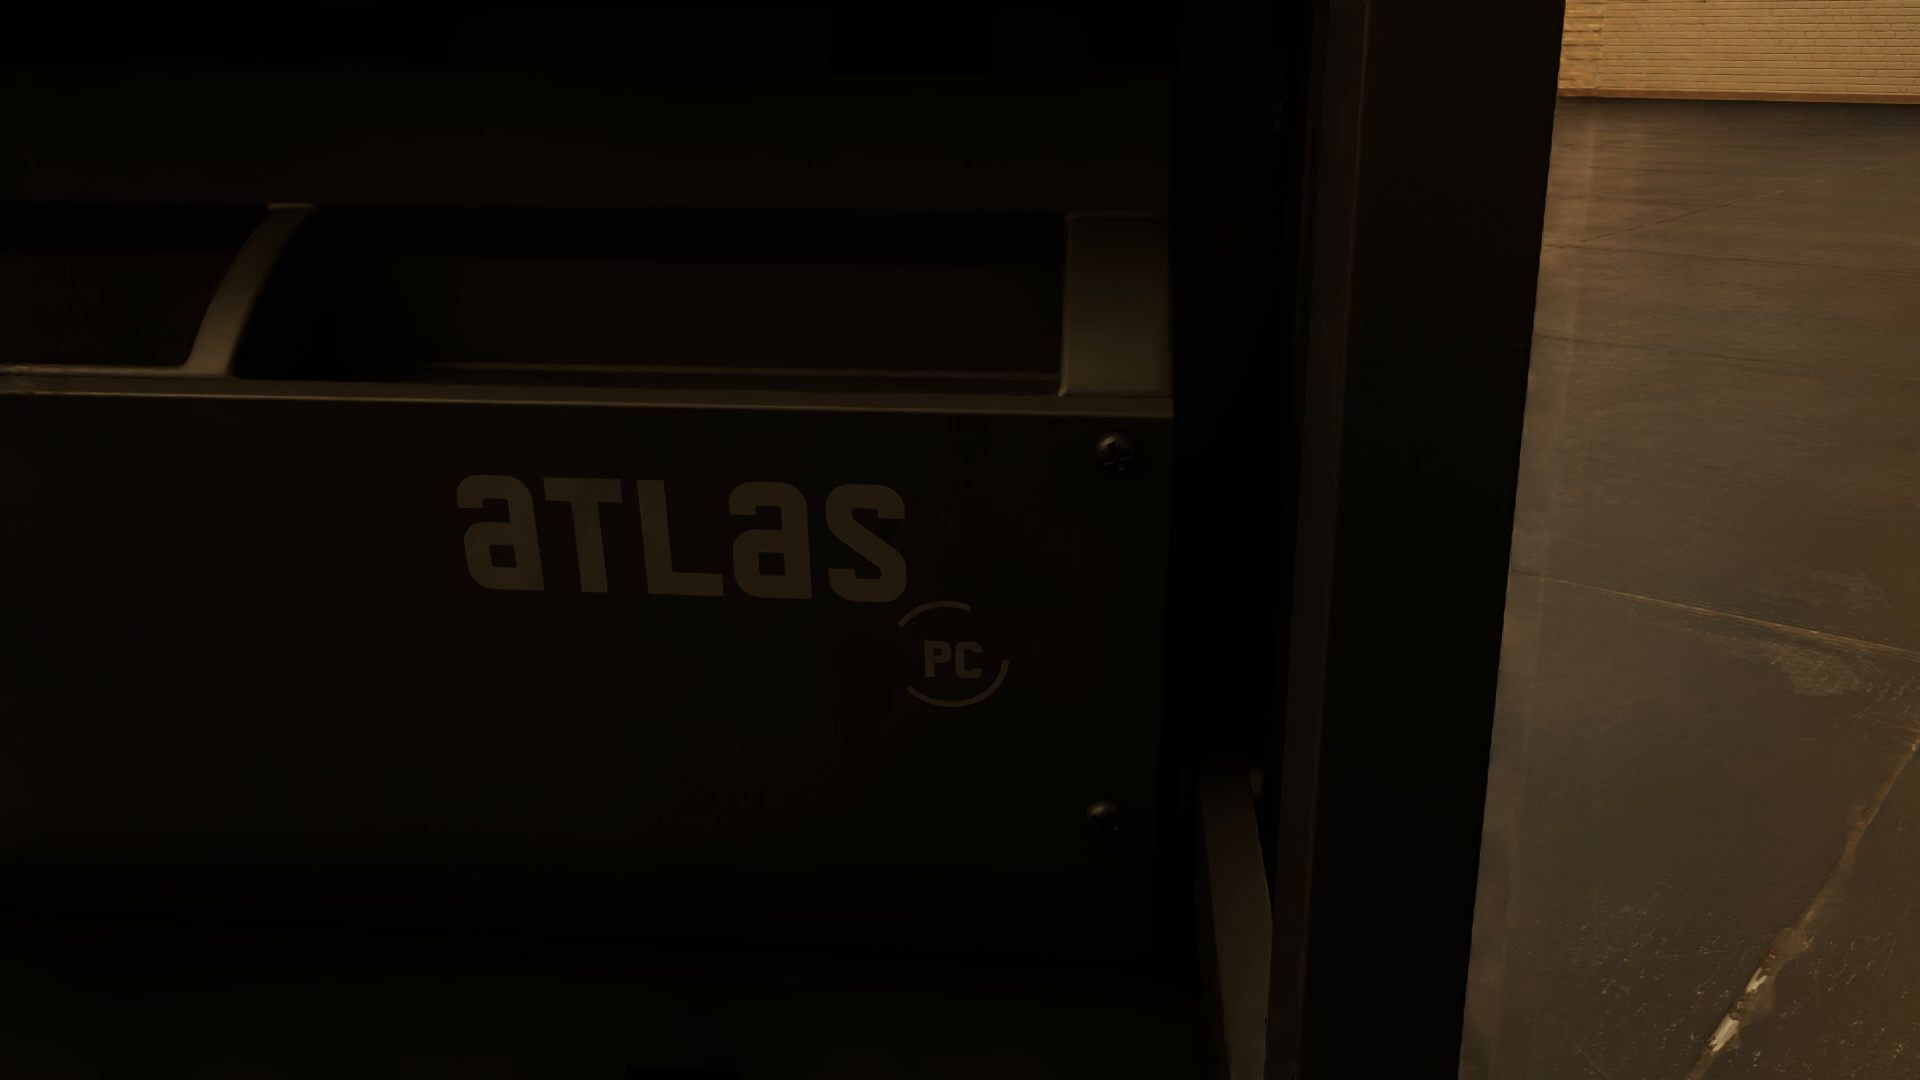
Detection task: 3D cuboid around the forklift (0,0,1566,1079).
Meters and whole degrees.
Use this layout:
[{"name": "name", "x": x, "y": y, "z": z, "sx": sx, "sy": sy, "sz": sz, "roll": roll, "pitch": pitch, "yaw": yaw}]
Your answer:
[{"name": "forklift", "x": -0.375, "y": -0.495, "z": 0.528, "sx": 1.130, "sy": 2.935, "sz": 3.031, "roll": 2, "pitch": 17, "yaw": 5}]
